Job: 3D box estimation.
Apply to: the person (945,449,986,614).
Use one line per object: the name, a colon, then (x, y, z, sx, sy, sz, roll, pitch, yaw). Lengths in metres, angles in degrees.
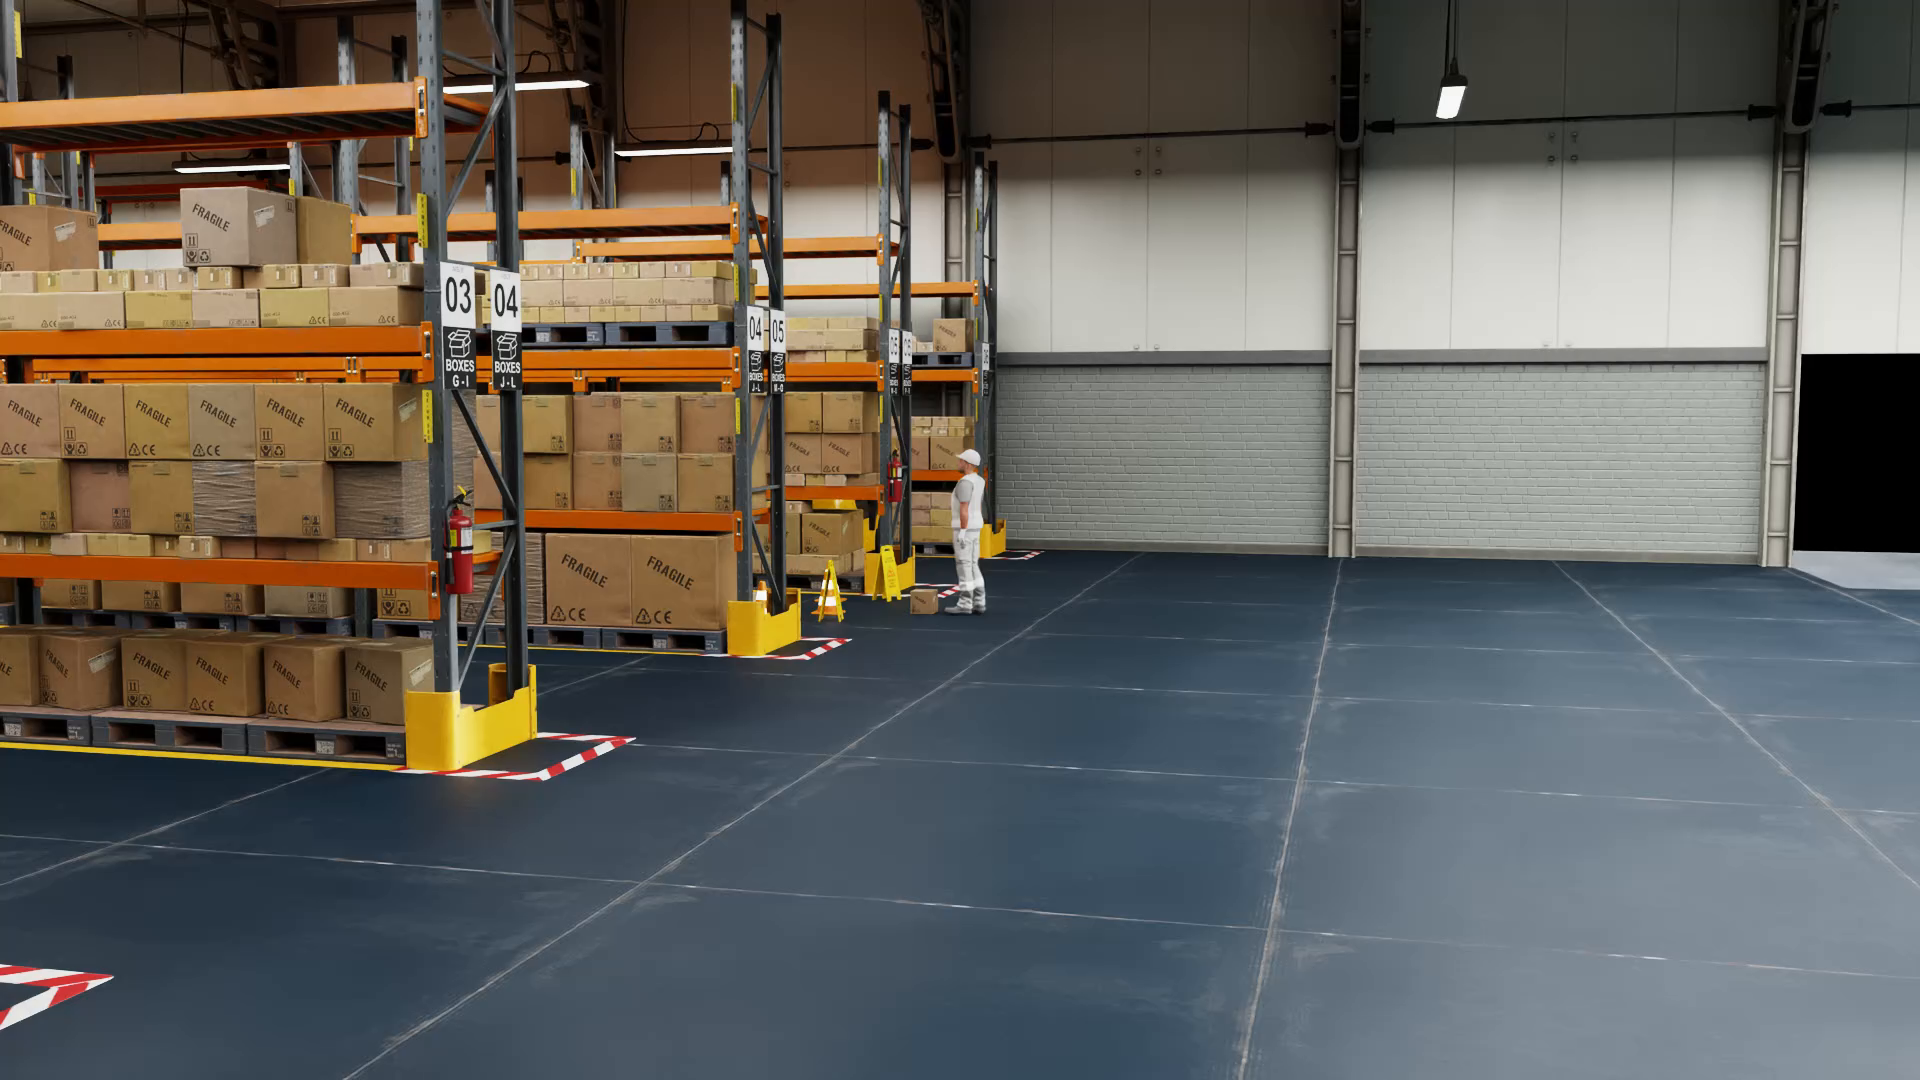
person: (0.066, -0.096, 18.209, 0.399, 1.790, 0.549, 2, 5, 21)
